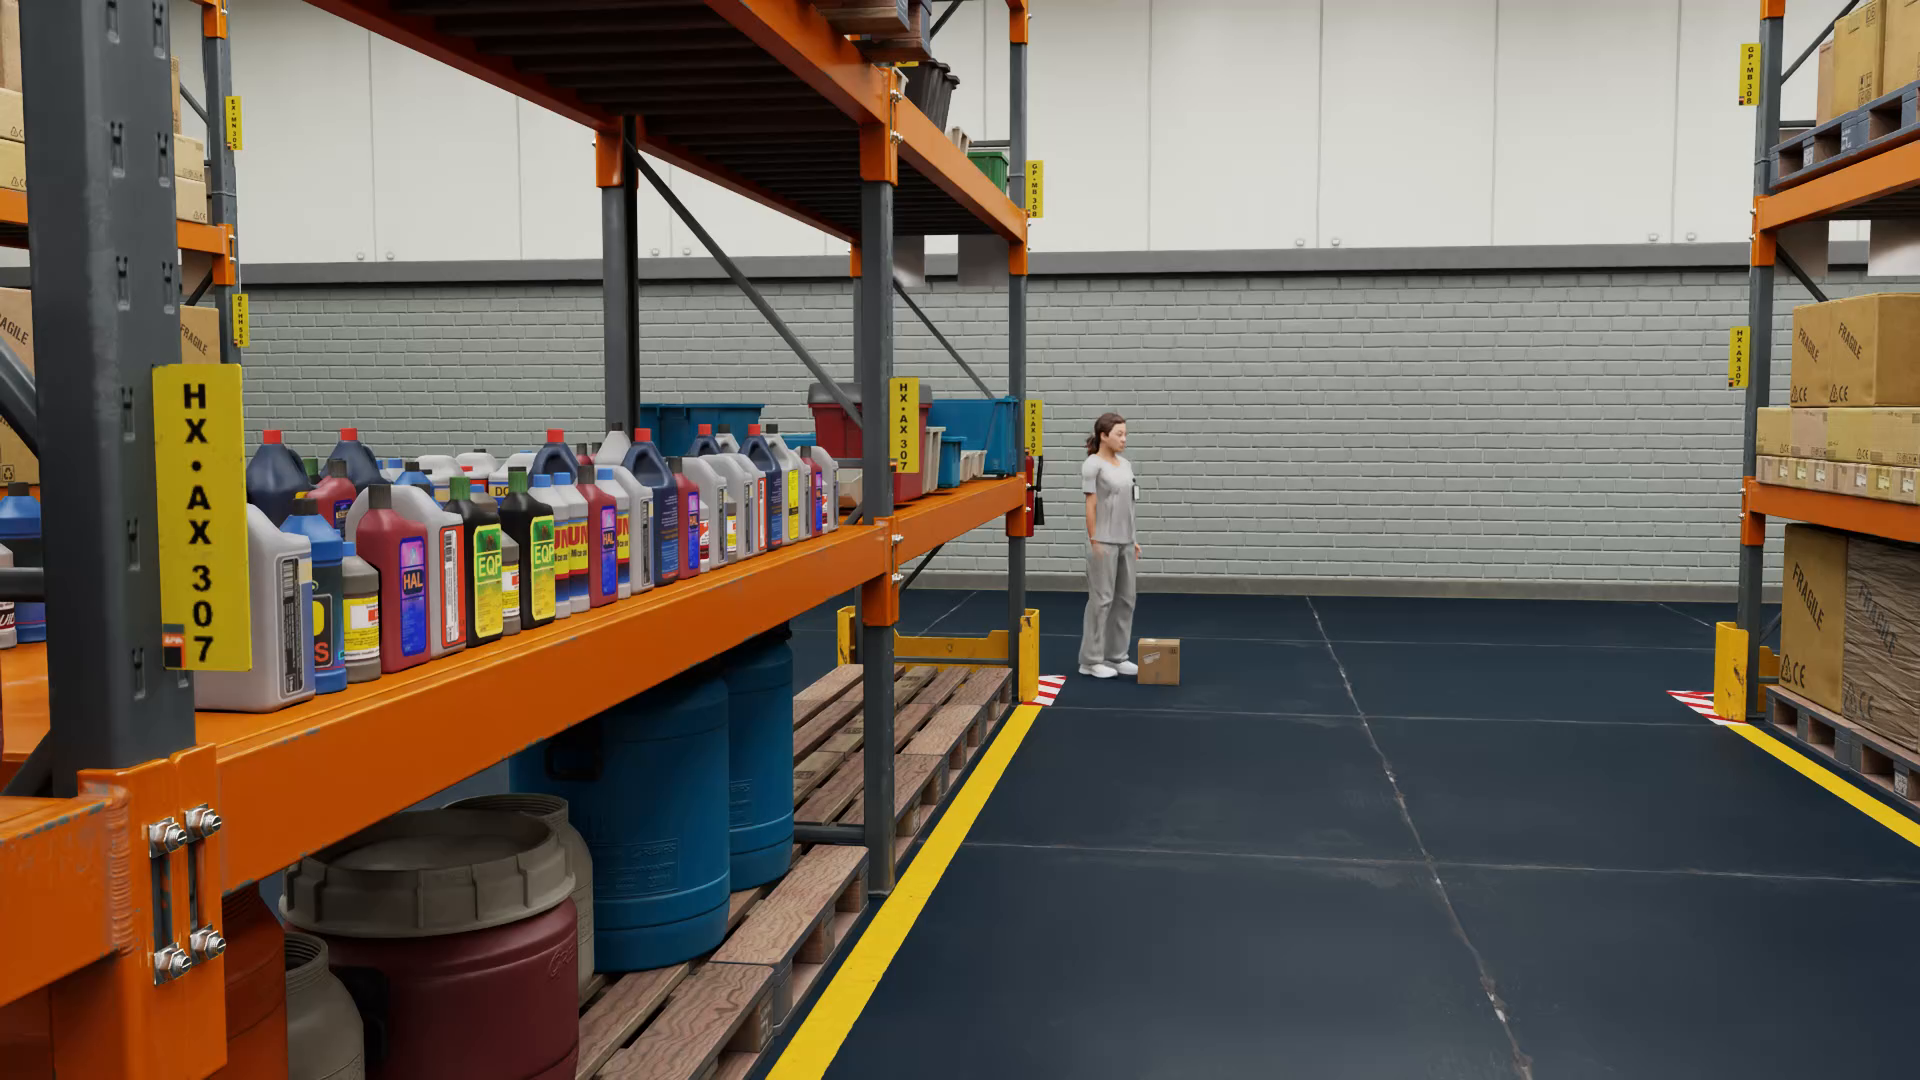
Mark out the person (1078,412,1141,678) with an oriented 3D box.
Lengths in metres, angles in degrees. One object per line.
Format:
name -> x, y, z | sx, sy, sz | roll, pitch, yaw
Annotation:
person -> 0.957, 0.027, 10.587 | 0.438, 1.670, 0.347 | -4, 6, -43
